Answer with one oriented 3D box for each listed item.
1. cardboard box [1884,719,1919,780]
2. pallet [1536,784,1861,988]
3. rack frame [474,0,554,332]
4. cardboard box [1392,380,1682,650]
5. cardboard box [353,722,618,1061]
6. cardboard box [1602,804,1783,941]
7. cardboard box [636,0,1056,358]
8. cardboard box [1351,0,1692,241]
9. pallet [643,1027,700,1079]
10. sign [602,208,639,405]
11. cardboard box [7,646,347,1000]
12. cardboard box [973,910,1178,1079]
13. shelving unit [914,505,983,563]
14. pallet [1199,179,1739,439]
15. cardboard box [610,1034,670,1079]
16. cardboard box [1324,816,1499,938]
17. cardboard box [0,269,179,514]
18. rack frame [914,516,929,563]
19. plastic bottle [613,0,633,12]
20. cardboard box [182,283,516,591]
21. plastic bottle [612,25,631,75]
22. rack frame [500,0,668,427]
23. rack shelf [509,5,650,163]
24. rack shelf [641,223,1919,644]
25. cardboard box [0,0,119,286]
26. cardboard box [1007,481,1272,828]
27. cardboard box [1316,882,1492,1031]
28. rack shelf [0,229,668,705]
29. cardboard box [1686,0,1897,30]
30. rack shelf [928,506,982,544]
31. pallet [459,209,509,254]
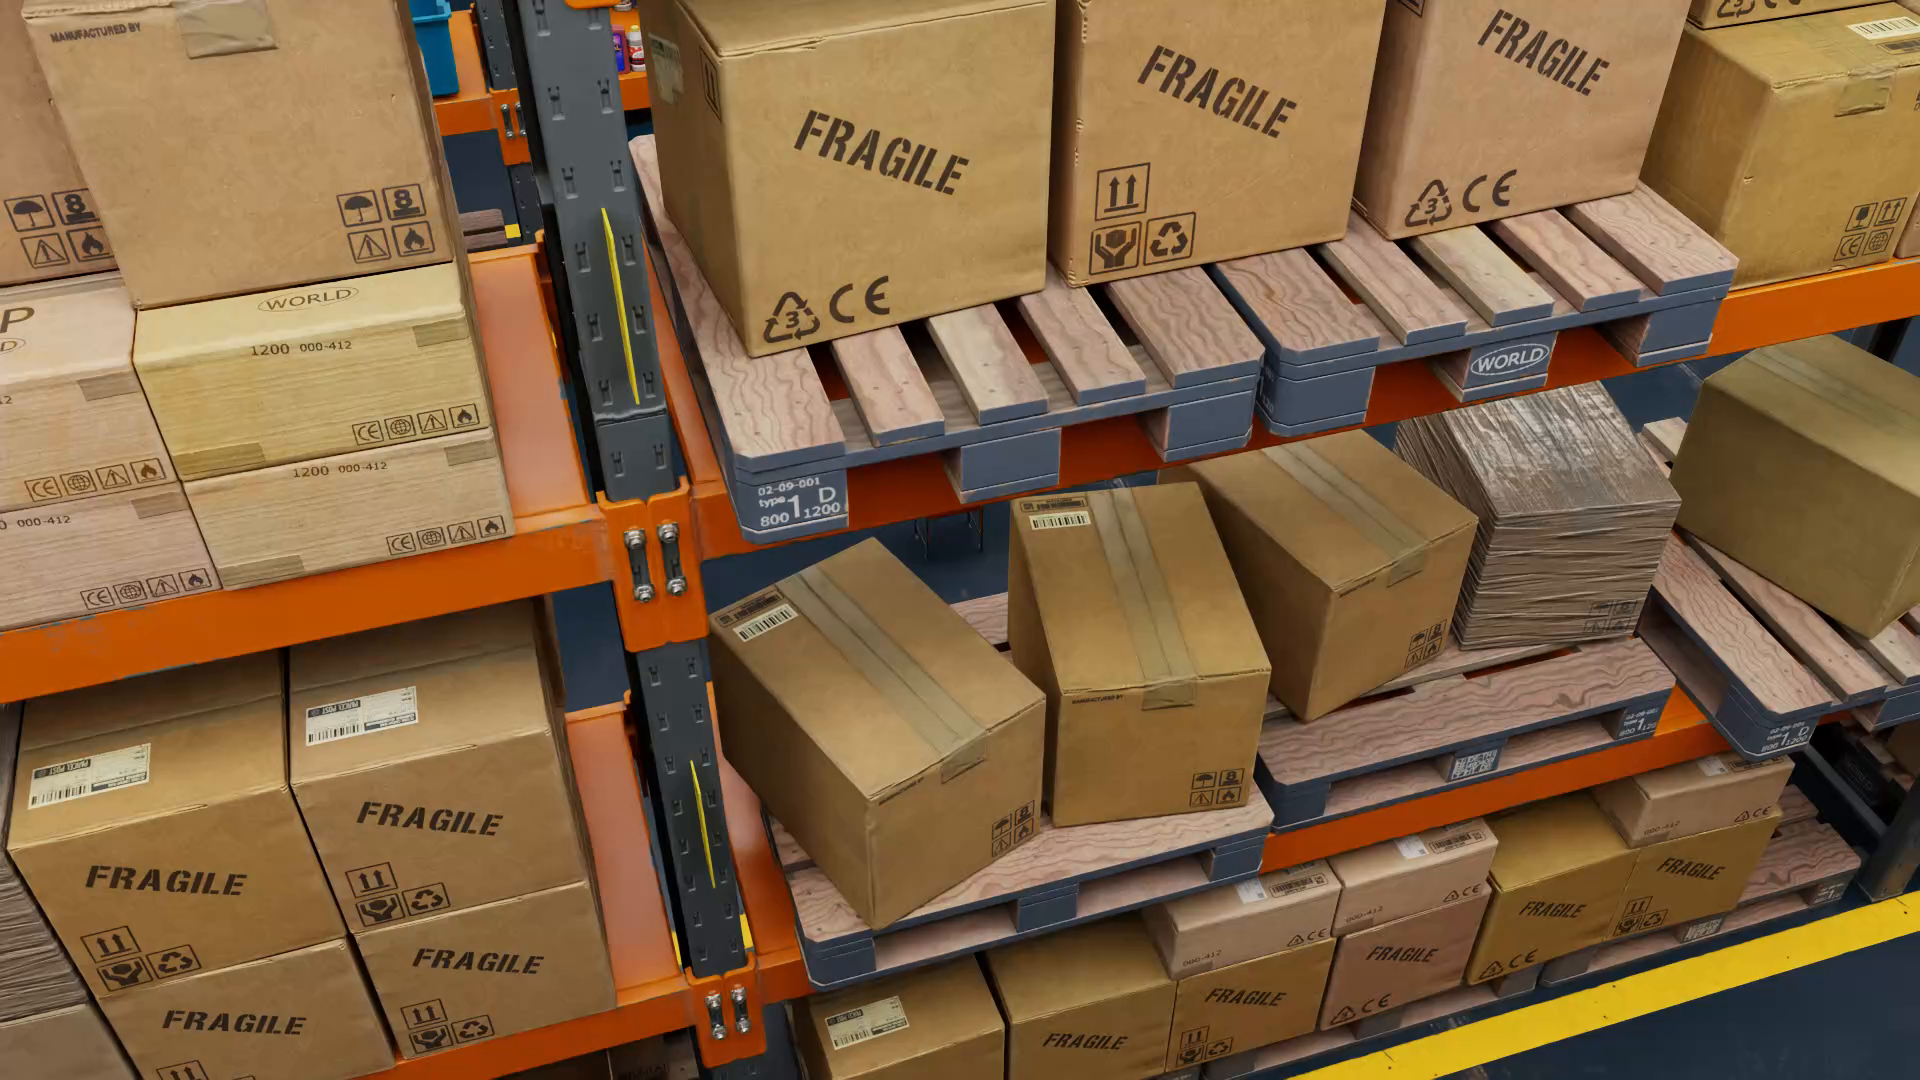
[{"bbox_3d":[3.675,0.772,5.857,0.500,0.250,0.500,-12,43,-13],"label":"cardboard box"},{"bbox_3d":[2.364,0.988,5.958,1.213,0.211,1.003,-12,42,-13],"label":"pallet"},{"bbox_3d":[-2.212,-2.504,7.837,0.127,3.000,1.000,-12,42,-13],"label":"rack frame"},{"bbox_3d":[1.591,-0.125,4.718,0.500,0.500,0.700,-4,41,-5],"label":"cardboard box"},{"bbox_3d":[-1.128,0.827,3.947,0.500,0.500,0.500,-11,42,-12],"label":"cardboard box"},{"bbox_3d":[2.266,0.922,5.480,0.500,0.500,0.500,-10,42,-11],"label":"cardboard box"},{"bbox_3d":[-0.225,-0.812,3.148,0.600,0.600,0.600,-16,43,-17],"label":"cardboard box"},{"bbox_3d":[1.046,-1.077,3.452,0.600,0.600,0.600,-13,43,-15],"label":"cardboard box"},{"bbox_3d":[-1.383,1.790,5.041,1.213,0.211,1.003,-12,42,-13],"label":"pallet"},{"bbox_3d":[-0.558,-0.380,2.733,0.005,0.325,0.100,-12,42,-13],"label":"sign"},{"bbox_3d":[-1.620,0.556,3.498,0.500,0.500,0.500,-12,43,-14],"label":"cardboard box"},{"bbox_3d":[0.312,1.325,5.018,0.500,0.500,0.500,-11,42,-12],"label":"cardboard box"},{"bbox_3d":[-0.051,-0.385,6.893,0.252,1.050,0.215,-12,42,-13],"label":"shelving unit"},{"bbox_3d":[0.904,-0.746,3.687,1.003,0.211,1.213,-12,42,-13],"label":"pallet"},{"bbox_3d":[-1.193,1.399,5.078,0.500,0.311,0.500,-12,42,-13],"label":"cardboard box"},{"bbox_3d":[1.239,0.858,4.983,0.500,0.250,0.500,-12,43,-14],"label":"cardboard box"},{"bbox_3d":[-1.588,-0.293,2.760,0.500,0.250,0.500,-12,42,-13],"label":"cardboard box"},{"bbox_3d":[-0.167,-0.361,6.865,0.008,1.050,0.200,-12,42,-13],"label":"rack frame"},{"bbox_3d":[-1.685,-2.739,8.256,0.097,0.201,0.097,0,41,0],"label":"plastic bottle"},{"bbox_3d":[-1.112,-0.205,3.039,0.500,0.250,0.500,-12,42,-13],"label":"cardboard box"},{"bbox_3d":[-1.607,-2.291,7.682,0.133,0.283,0.061,-12,42,-13],"label":"plastic bottle"},{"bbox_3d":[-0.728,-1.654,2.304,0.127,3.000,1.000,-12,42,-13],"label":"rack frame"},{"bbox_3d":[-0.305,-2.629,8.526,4.000,0.370,1.077,-12,42,-13],"label":"rack shelf"},{"bbox_3d":[1.180,-0.649,3.980,4.000,0.370,1.077,-12,42,-13],"label":"rack shelf"},{"bbox_3d":[-1.700,-0.809,2.780,0.500,0.500,0.700,-12,42,-13],"label":"cardboard box"},{"bbox_3d":[0.428,0.280,4.254,0.500,0.500,0.700,-5,41,-6],"label":"cardboard box"},{"bbox_3d":[1.273,1.132,5.240,0.500,0.500,0.500,-13,43,-15],"label":"cardboard box"},{"bbox_3d":[-2.635,0.141,3.075,4.000,0.370,1.077,-12,42,-13],"label":"rack shelf"},{"bbox_3d":[1.697,-1.446,3.509,0.500,0.500,0.500,-12,42,-13],"label":"cardboard box"},{"bbox_3d":[-0.051,-0.168,7.082,0.240,0.259,0.215,-12,42,-13],"label":"rack shelf"},{"bbox_3d":[-2.902,-1.285,8.560,1.213,0.211,1.003,-12,42,-13],"label":"pallet"}]
